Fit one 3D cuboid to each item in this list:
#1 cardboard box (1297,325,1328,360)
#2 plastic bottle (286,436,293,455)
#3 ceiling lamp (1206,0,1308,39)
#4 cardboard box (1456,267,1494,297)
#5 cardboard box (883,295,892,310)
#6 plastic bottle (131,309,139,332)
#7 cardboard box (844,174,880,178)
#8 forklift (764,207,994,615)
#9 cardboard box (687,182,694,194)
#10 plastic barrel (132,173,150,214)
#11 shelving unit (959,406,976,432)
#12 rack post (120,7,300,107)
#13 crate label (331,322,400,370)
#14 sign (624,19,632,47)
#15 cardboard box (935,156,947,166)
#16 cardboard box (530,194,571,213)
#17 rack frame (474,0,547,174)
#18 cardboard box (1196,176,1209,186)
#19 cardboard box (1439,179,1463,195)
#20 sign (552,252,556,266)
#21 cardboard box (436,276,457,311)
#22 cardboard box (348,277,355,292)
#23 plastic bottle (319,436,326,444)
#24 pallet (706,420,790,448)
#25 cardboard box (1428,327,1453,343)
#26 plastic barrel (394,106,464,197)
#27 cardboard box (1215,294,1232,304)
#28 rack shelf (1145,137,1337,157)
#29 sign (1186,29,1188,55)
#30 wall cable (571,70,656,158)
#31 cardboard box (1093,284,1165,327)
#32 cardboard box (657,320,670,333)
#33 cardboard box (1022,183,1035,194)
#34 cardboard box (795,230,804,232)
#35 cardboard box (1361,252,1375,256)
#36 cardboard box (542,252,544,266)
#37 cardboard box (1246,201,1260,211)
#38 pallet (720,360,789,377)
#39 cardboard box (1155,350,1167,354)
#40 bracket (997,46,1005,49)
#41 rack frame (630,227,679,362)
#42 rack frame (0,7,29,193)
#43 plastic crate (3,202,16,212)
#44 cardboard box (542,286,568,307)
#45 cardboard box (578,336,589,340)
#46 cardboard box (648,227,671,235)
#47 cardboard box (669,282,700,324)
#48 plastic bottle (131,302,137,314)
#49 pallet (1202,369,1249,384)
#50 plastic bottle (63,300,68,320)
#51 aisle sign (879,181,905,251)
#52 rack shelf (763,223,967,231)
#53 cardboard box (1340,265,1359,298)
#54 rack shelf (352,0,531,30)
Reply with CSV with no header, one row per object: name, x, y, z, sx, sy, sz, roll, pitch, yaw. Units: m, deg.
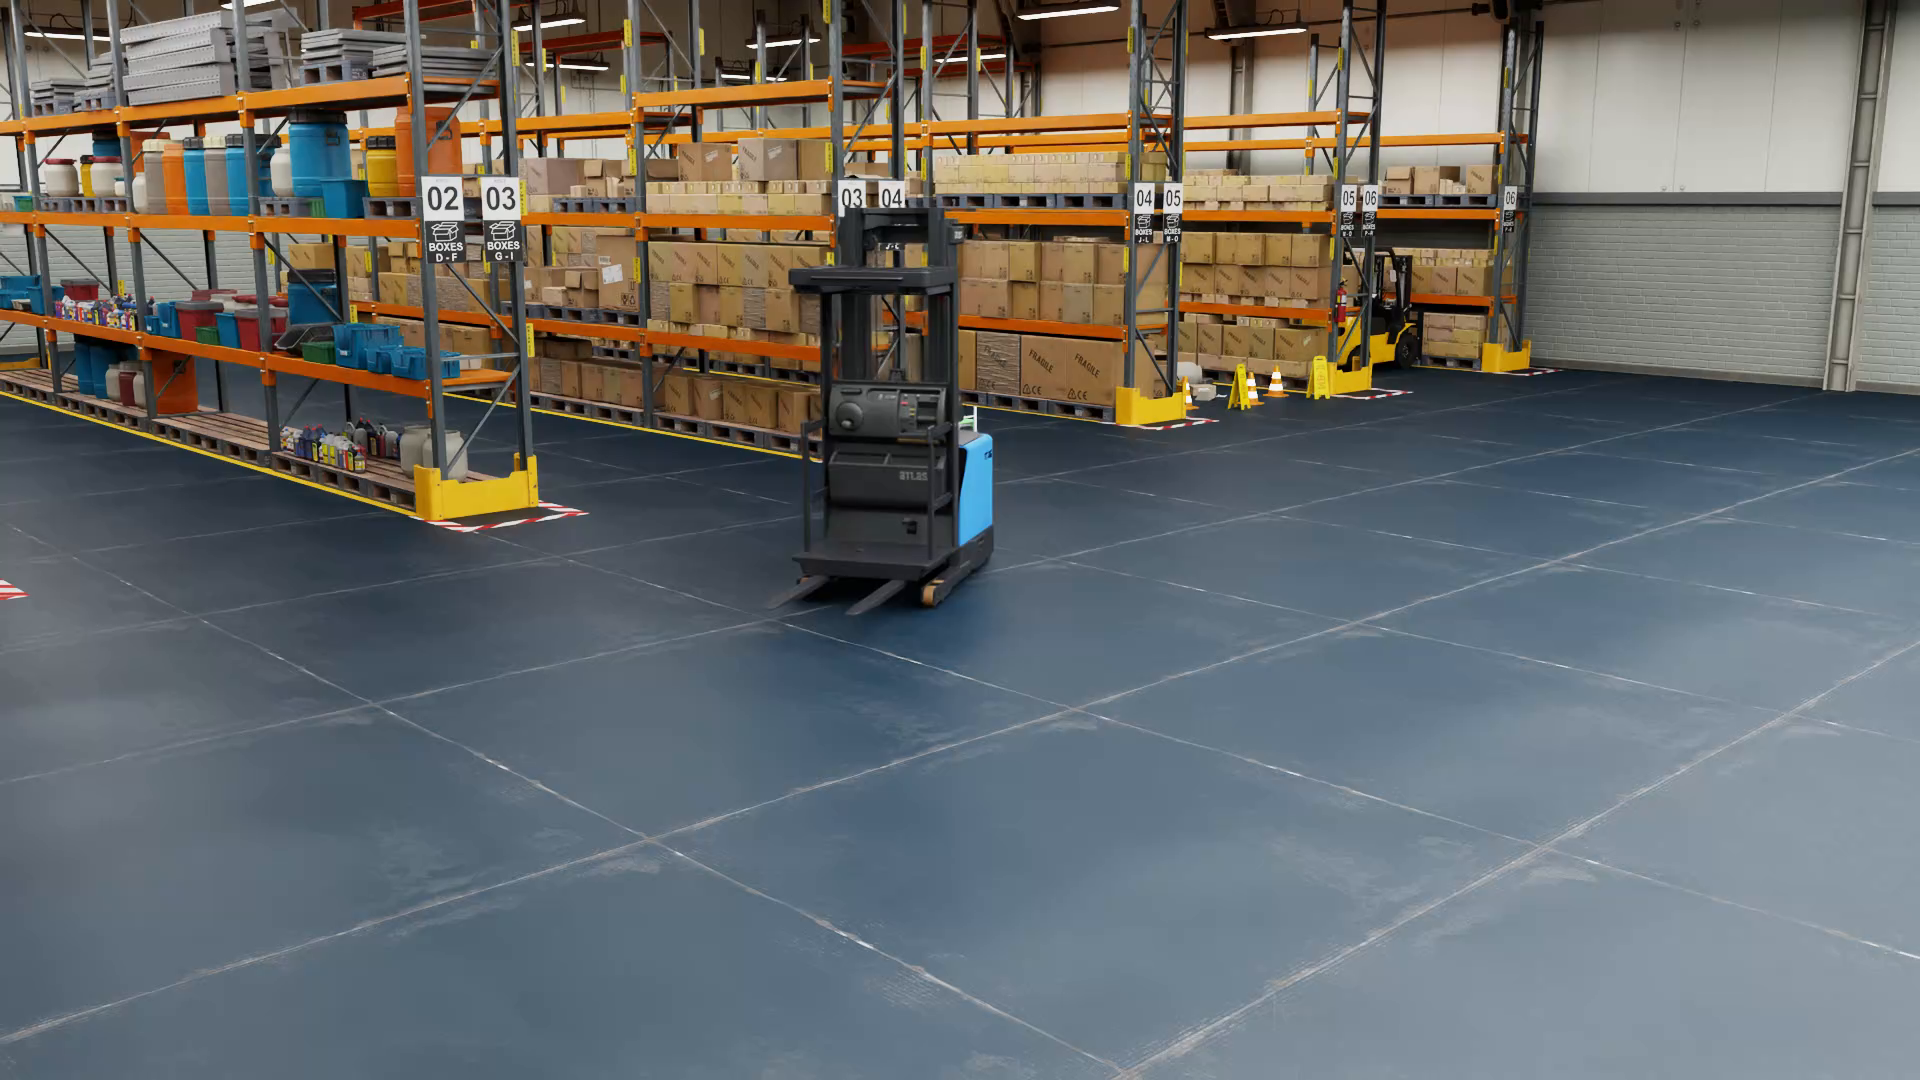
cardboard box,5.749,-3.205,26.951,0.500,0.500,0.500,11,16,43
plastic bottle,-7.416,-1.055,18.441,0.097,0.201,0.097,0,12,0
ceiling lamp,5.454,-10.566,29.432,0.800,3.185,2.000,-11,16,-43
cardboard box,9.181,-4.596,29.538,0.500,0.500,0.500,-11,16,-44
cardboard box,-1.052,-3.860,25.967,0.500,0.500,0.500,-11,16,-43
plastic bottle,-10.739,-2.858,21.641,0.061,0.283,0.133,-11,16,-43
cardboard box,-1.519,-5.604,26.178,0.500,0.311,0.500,11,16,43
forklift,-0.616,-1.020,12.601,1.130,2.935,3.031,3,12,16
cardboard box,-3.199,-4.421,20.887,0.380,0.149,0.250,-10,15,-41
plastic barrel,-10.158,-4.352,20.890,0.421,0.512,0.421,0,12,0
shelving unit,-0.114,-0.612,14.908,0.258,1.200,0.503,-11,16,-43
rack post,-8.811,-5.644,19.509,1.013,1.000,3.121,-11,16,-43
crate label,-6.093,-1.997,17.081,0.502,0.435,0.616,-11,16,-43
sign,-4.204,-6.417,21.052,0.100,0.325,0.005,-11,16,-43
cardboard box,-0.144,-5.590,24.533,0.380,0.149,0.250,-11,16,-42
cardboard box,-5.712,-4.749,23.467,0.500,0.250,0.500,-10,16,-41
rack frame,-6.569,-6.544,24.376,1.000,3.000,0.127,-11,16,-43
cardboard box,4.089,-5.904,27.345,0.250,0.149,0.380,11,16,43
cardboard box,8.744,-6.285,29.597,0.396,0.266,0.258,-11,16,-42
sign,-6.183,-4.211,25.246,0.100,0.325,0.005,-11,16,-43
cardboard box,-7.790,-3.841,25.876,0.500,0.500,0.500,11,16,43
cardboard box,-10.185,-4.365,28.300,0.500,0.250,0.500,-10,15,-41
plastic bottle,-6.872,-0.992,17.963,0.097,0.271,0.097,0,12,0
pallet,-2.470,-1.385,21.113,1.003,0.211,1.213,-11,16,-43
cardboard box,8.810,-3.718,30.057,0.500,0.250,0.500,-11,16,-43
plastic barrel,-5.054,-3.687,15.834,0.600,0.830,0.708,-11,16,-43
cardboard box,4.417,-3.969,27.364,0.380,0.149,0.250,-11,16,-43
rack shelf,5.567,-7.777,33.135,1.077,0.370,4.000,-11,16,-43
sign,3.019,-6.665,22.253,0.100,0.325,0.005,-11,16,-43
wall cable,-8.512,-9.988,41.091,2.355,3.000,0.029,-11,16,-43
cardboard box,2.324,-3.236,22.814,0.875,0.550,0.550,-11,16,-43
cardboard box,-3.712,-2.788,21.631,0.380,0.149,0.250,-11,16,-43
cardboard box,1.085,-4.940,23.355,0.380,0.149,0.250,-11,16,-42
cardboard box,-3.262,-6.585,35.108,0.380,0.149,0.250,-11,16,-43
cardboard box,7.685,-5.372,30.962,0.380,0.149,0.250,-11,16,-43
cardboard box,-7.938,-5.466,33.024,0.500,0.500,0.500,-11,16,-42
cardboard box,4.810,-5.369,26.729,0.250,0.149,0.380,11,16,44
pallet,-3.450,-3.031,29.100,1.003,0.211,1.213,-11,16,-43
cardboard box,3.573,-3.139,28.485,0.500,0.250,0.500,11,16,43
bracket,1.051,-11.203,38.066,0.235,0.232,0.430,-11,16,-43
rack frame,-5.674,-4.866,31.098,1.000,3.000,0.127,-11,16,-43
rack frame,-15.676,-7.022,26.693,1.000,3.000,0.127,-11,16,-43
plastic crate,-14.067,-4.972,24.832,0.293,0.136,0.466,-11,16,-43
cardboard box,-5.578,-3.462,23.611,0.500,0.250,0.500,11,16,44
cardboard box,-7.228,-3.914,32.502,0.380,0.149,0.250,-11,16,-43
cardboard box,-5.809,-5.650,31.441,0.500,0.500,0.500,-10,16,-41
cardboard box,-3.221,-3.065,21.369,0.875,0.500,0.500,-11,16,-43
plastic bottle,-11.631,-3.224,23.444,0.097,0.271,0.097,0,12,0
pallet,4.697,-2.766,27.816,1.003,0.211,1.213,-11,16,-43
plastic bottle,-12.716,-3.276,23.696,0.097,0.271,0.097,0,12,0
aisle sign,-0.784,-3.745,19.211,0.394,0.787,0.004,-11,16,-43
rack shelf,-1.531,-5.107,26.617,1.077,0.370,4.000,-11,16,-43
cardboard box,5.997,-4.122,26.500,0.500,0.500,0.500,-11,16,-43
rack shelf,-7.950,-8.112,25.530,1.077,0.370,4.000,-11,16,-43
